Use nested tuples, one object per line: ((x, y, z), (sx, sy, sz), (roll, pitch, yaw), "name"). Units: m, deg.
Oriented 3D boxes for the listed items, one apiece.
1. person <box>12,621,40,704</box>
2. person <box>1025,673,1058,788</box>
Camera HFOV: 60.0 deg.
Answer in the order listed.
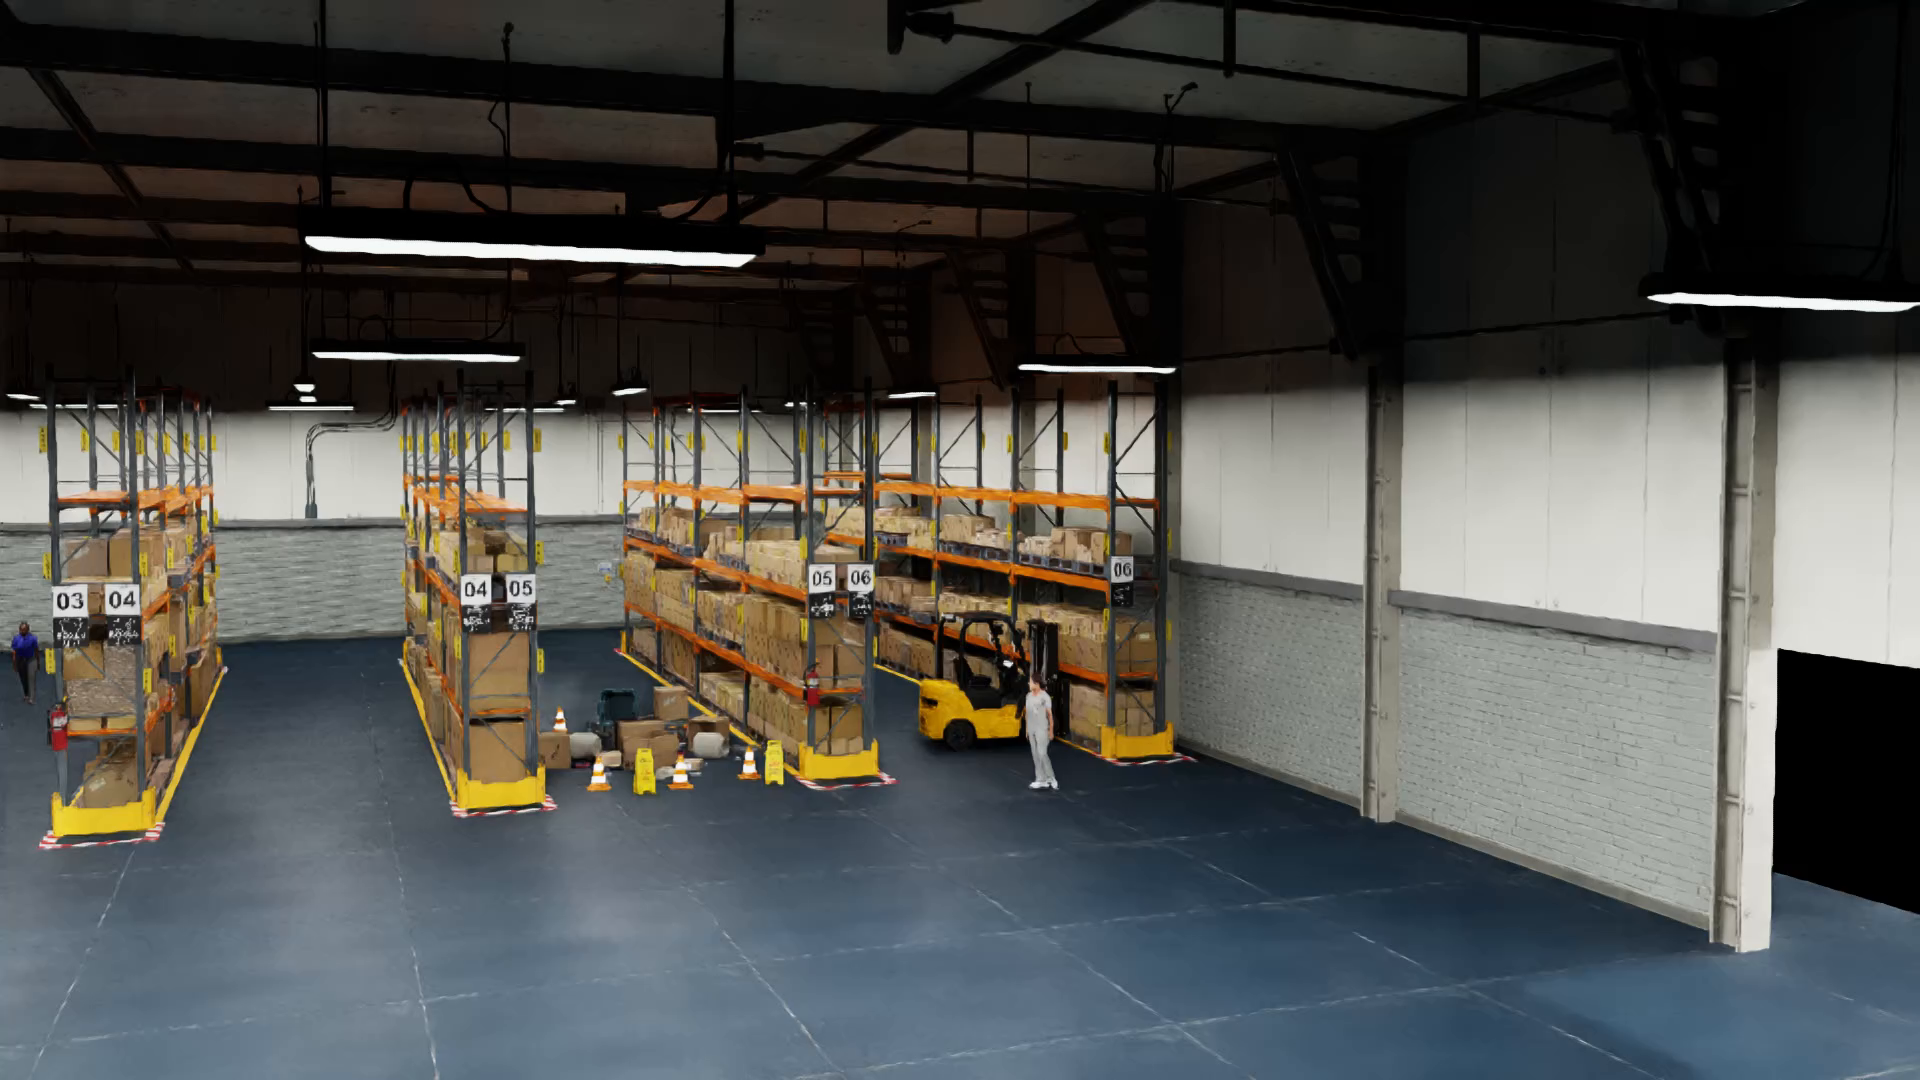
((-17.887, 2.331, 31.823), (0.449, 1.566, 1.075), (-1, 4, -19), "person")
((1.174, 2.752, 24.060), (0.563, 1.666, 0.386), (3, 4, 41), "person")
